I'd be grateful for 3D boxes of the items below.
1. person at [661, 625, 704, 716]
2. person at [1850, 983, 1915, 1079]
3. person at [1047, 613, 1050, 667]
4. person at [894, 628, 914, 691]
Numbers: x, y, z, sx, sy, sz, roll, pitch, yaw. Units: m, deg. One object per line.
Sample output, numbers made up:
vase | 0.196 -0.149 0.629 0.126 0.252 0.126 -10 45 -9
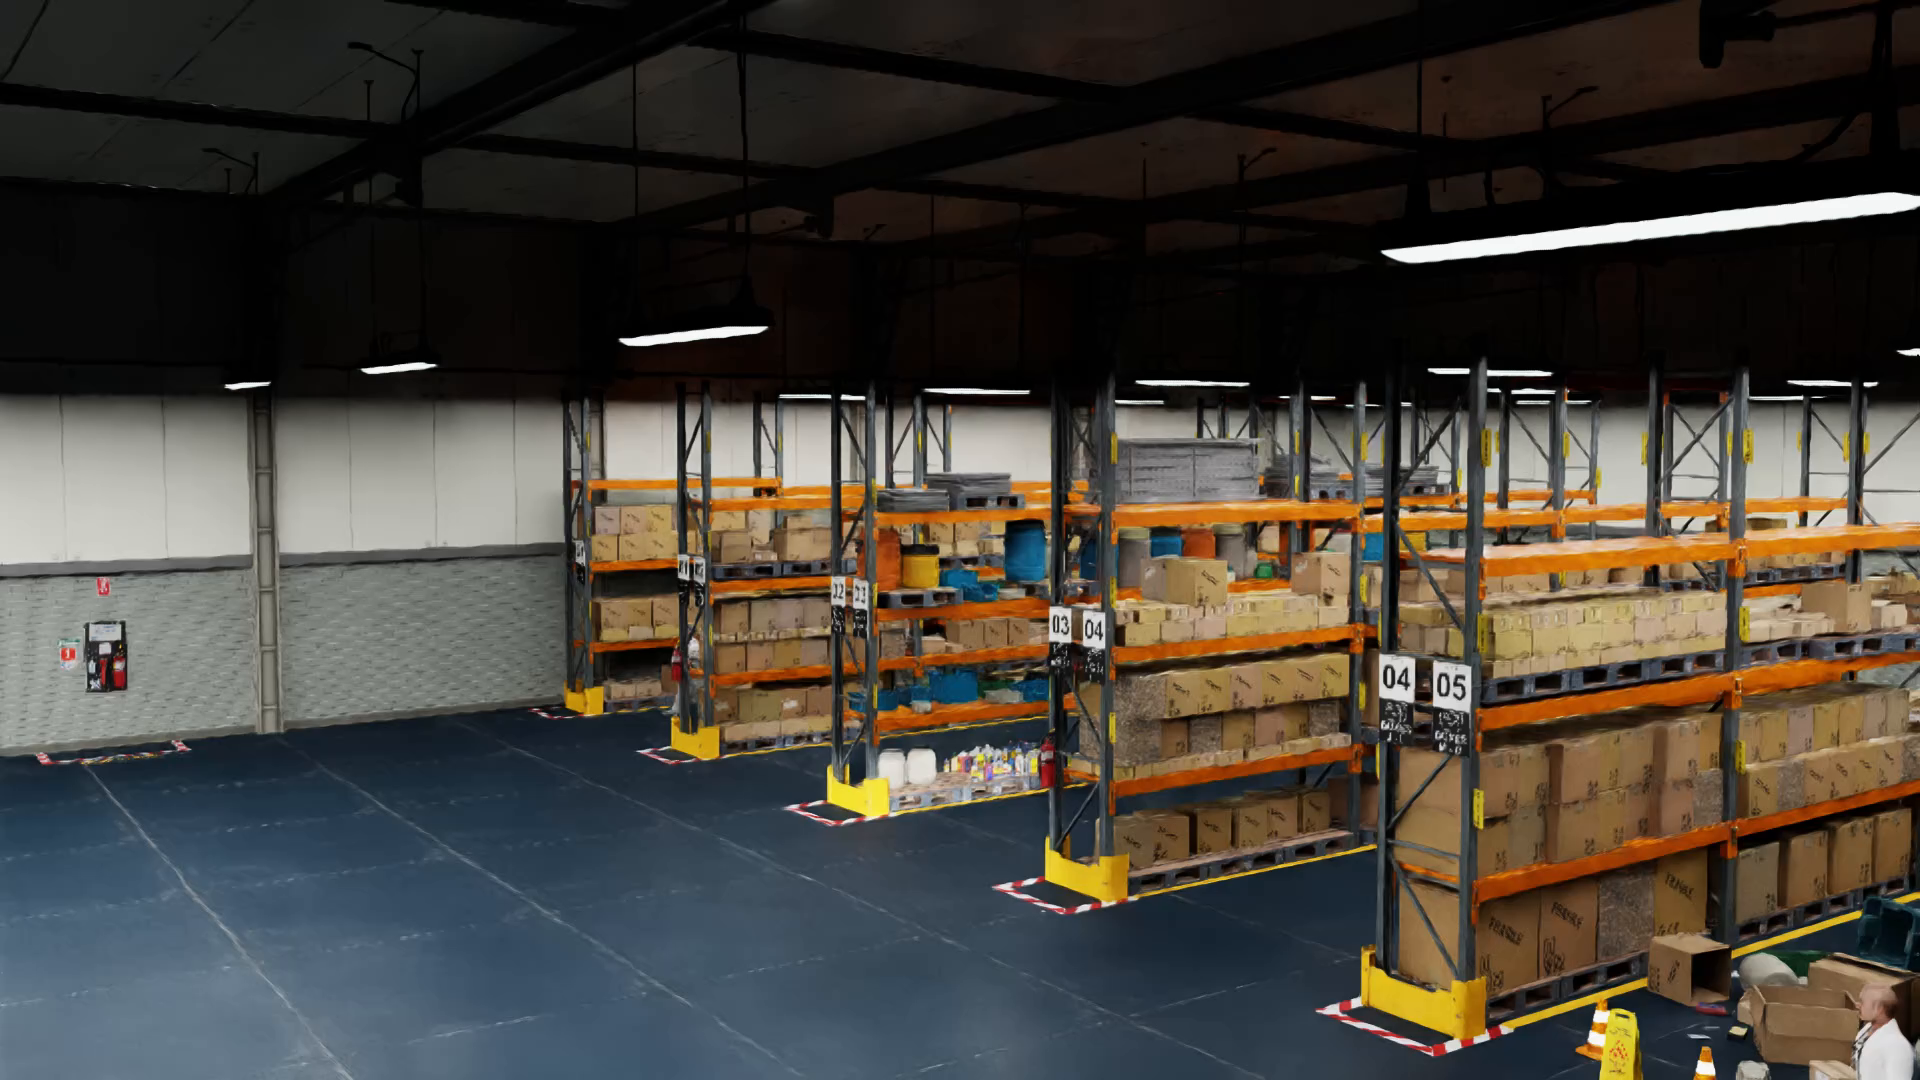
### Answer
person | -4.883 2.360 30.149 1.040 1.707 0.533 -2 4 -26
person | 5.679 3.608 10.302 0.789 1.757 0.613 1 4 8
person | 2.109 2.050 35.477 0.450 1.651 0.577 3 4 35
person | -1.192 2.227 32.935 0.996 1.617 0.445 -3 5 -43
